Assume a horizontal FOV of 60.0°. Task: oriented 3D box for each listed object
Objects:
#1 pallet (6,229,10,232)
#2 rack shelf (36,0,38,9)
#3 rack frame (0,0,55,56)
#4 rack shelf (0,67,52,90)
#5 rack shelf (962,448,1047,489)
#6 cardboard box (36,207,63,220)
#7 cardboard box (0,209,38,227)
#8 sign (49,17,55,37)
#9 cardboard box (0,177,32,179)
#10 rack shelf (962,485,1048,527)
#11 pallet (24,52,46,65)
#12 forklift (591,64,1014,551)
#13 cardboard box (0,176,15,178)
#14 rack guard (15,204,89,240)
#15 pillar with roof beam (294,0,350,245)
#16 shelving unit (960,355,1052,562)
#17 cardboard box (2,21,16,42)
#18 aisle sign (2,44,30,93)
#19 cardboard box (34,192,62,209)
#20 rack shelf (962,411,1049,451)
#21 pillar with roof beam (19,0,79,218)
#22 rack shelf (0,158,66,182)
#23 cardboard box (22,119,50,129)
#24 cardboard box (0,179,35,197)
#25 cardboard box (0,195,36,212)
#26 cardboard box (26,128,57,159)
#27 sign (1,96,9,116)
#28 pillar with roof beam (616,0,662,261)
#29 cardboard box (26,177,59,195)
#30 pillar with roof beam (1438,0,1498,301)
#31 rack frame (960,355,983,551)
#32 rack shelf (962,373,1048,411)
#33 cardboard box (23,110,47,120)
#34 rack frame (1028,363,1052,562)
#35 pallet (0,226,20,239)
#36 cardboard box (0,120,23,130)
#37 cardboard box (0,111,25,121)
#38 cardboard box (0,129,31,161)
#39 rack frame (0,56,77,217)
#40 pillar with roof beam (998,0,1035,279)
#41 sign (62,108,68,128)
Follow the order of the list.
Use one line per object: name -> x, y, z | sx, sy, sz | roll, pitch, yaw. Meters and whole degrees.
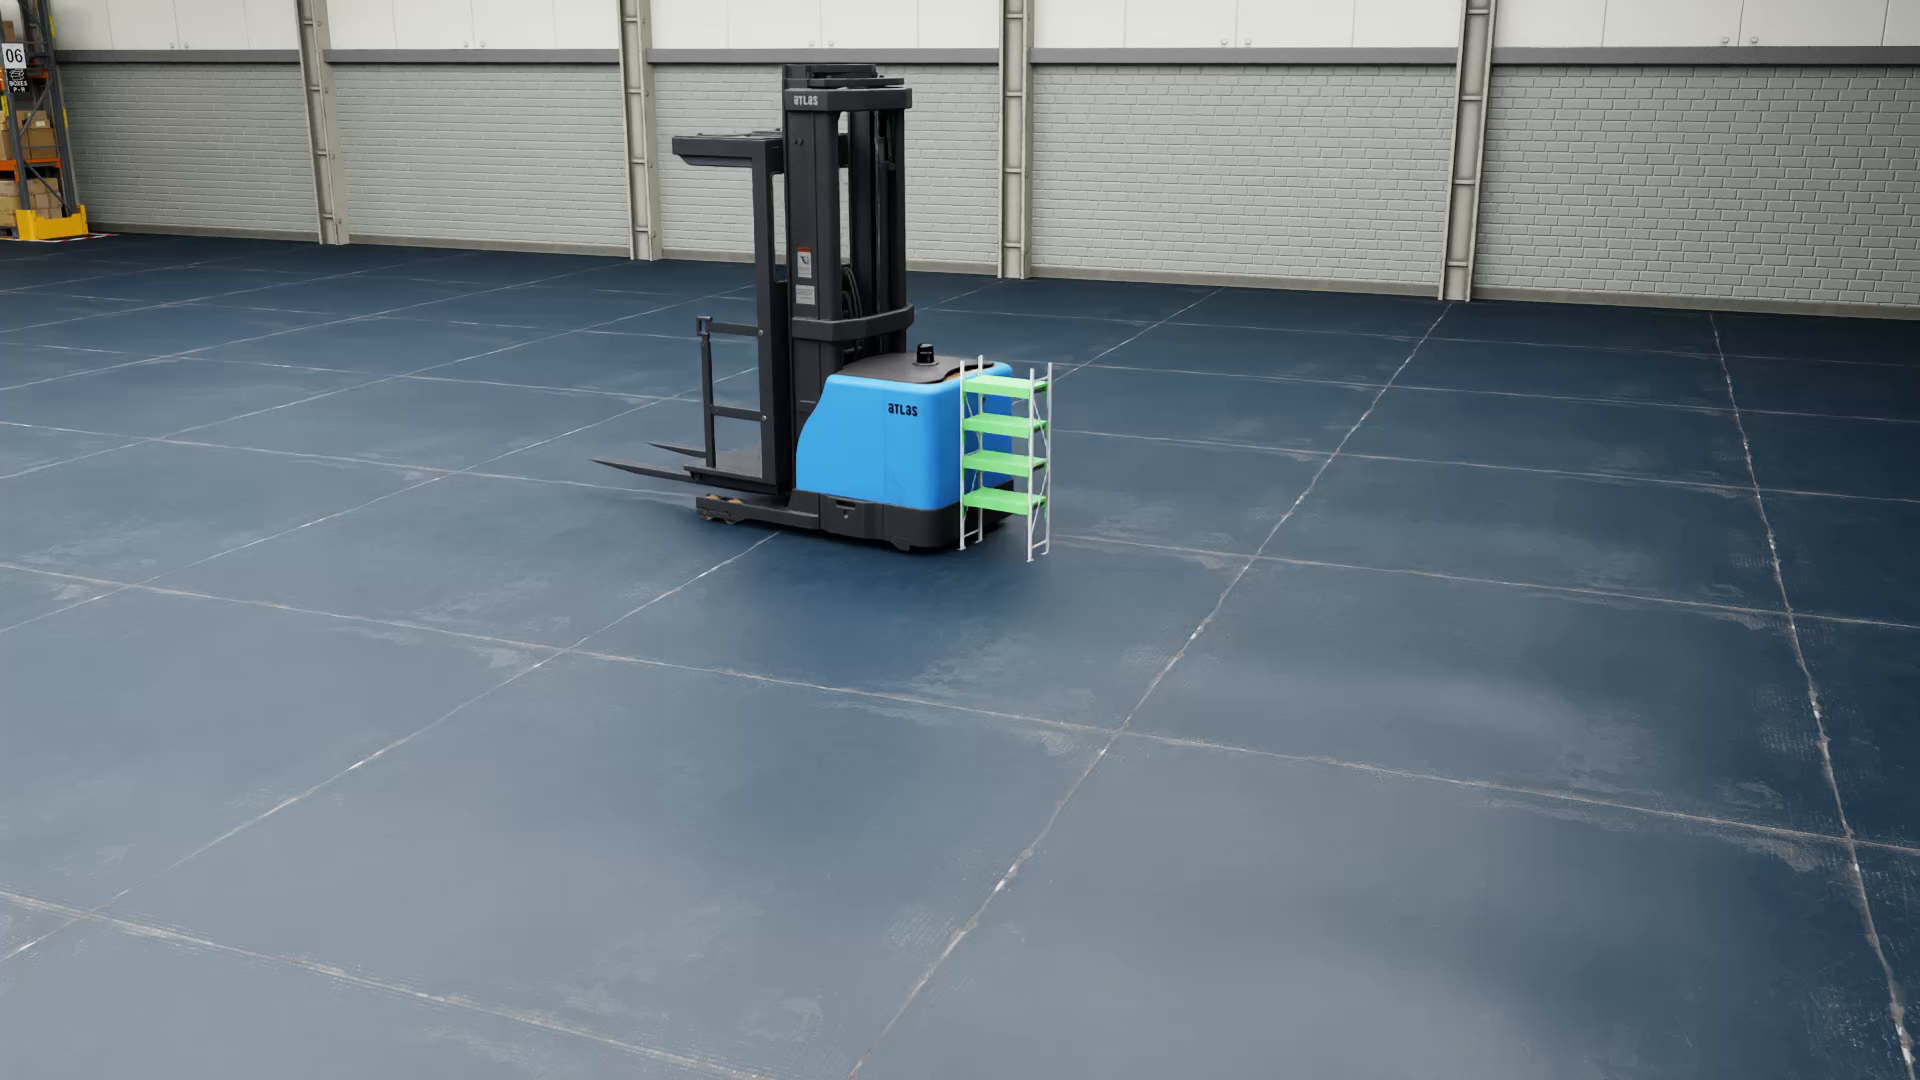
pallet -> -17.517, -5.536, 29.364 | 1.213, 0.211, 1.003 | 6, 17, 21
rack shelf -> -17.520, -9.231, 28.336 | 4.000, 0.370, 1.077 | 6, 17, 21
rack frame -> -15.660, -9.564, 27.476 | 0.127, 3.000, 1.000 | 6, 17, 21
rack shelf -> -17.520, -7.982, 28.699 | 4.000, 0.370, 1.077 | 6, 17, 21
rack shelf -> 0.280, -0.442, 10.274 | 0.480, 0.148, 0.258 | 10, 19, 30
cardboard box -> -16.045, -5.665, 28.985 | 0.500, 0.250, 0.500 | 6, 17, 21
cardboard box -> -16.213, -5.530, 28.520 | 0.500, 0.250, 0.500 | 6, 17, 21
sign -> -15.450, -8.724, 28.255 | 0.005, 0.325, 0.100 | 6, 17, 21
cardboard box -> -16.503, -6.192, 29.009 | 0.500, 0.250, 0.500 | 6, 17, 21
rack shelf -> 0.280, -0.212, 10.341 | 0.480, 0.148, 0.258 | 10, 19, 30
pallet -> -16.308, -8.160, 28.178 | 1.213, 0.211, 1.003 | 6, 17, 21
forklift -> -1.169, -1.625, 11.015 | 3.031, 2.935, 1.130 | 10, 19, 30
cardboard box -> -16.965, -6.246, 29.195 | 0.500, 0.250, 0.500 | 6, 17, 20
rack guard -> -15.637, -5.480, 28.652 | 0.348, 0.500, 1.175 | 6, 17, 21
pillar with roof beam -> -11.975, -8.138, 22.566 | 0.400, 9.000, 9.100 | 6, 17, 21
shelving unit -> 0.280, -0.504, 10.256 | 0.503, 1.200, 0.258 | 10, 19, 30
cardboard box -> -16.161, -8.403, 27.746 | 0.500, 0.500, 0.500 | 7, 18, 22
aisle sign -> -15.706, -7.848, 27.664 | 0.004, 0.787, 0.394 | 6, 17, 21
cardboard box -> -16.021, -5.906, 28.918 | 0.500, 0.250, 0.500 | 7, 17, 22
rack shelf -> 0.280, -0.673, 10.207 | 0.480, 0.148, 0.258 | 10, 19, 30
pillar with roof beam -> -17.556, -8.752, 24.680 | 0.400, 9.000, 9.100 | 6, 17, 21
rack shelf -> -17.520, -6.542, 29.117 | 4.000, 0.370, 1.077 | 6, 17, 21
cardboard box -> -15.880, -7.144, 28.559 | 0.250, 0.149, 0.380 | 6, 17, 19
cardboard box -> -16.202, -6.010, 28.381 | 0.500, 0.250, 0.500 | 7, 18, 22
cardboard box -> -16.227, -5.773, 28.459 | 0.500, 0.250, 0.500 | 6, 17, 20
cardboard box -> -16.019, -6.853, 28.721 | 0.500, 0.500, 0.500 | 7, 18, 22
sign -> -15.872, -7.213, 27.638 | 0.005, 0.325, 0.100 | 6, 17, 21
pillar with roof beam -> -6.393, -7.524, 20.452 | 0.400, 9.000, 9.100 | 6, 17, 21
cardboard box -> -16.037, -6.142, 28.836 | 0.500, 0.250, 0.500 | 6, 17, 20
pillar with roof beam -> 4.770, -6.297, 16.223 | 0.400, 9.000, 9.100 | 6, 17, 21
rack frame -> 0.072, -0.539, 10.379 | 0.015, 1.200, 0.240 | 10, 19, 30
rack shelf -> 0.280, -0.903, 10.140 | 0.480, 0.148, 0.258 | 10, 19, 30
cardboard box -> -15.894, -7.275, 28.475 | 0.250, 0.149, 0.380 | 6, 17, 20
rack frame -> 0.487, -0.468, 10.133 | 0.015, 1.200, 0.240 | 10, 19, 30
pallet -> -16.386, -5.411, 28.933 | 1.213, 0.211, 1.003 | 6, 17, 21
cardboard box -> -16.085, -7.005, 28.080 | 0.250, 0.149, 0.380 | 7, 17, 21
cardboard box -> -16.070, -7.167, 28.104 | 0.250, 0.149, 0.380 | 6, 17, 21
cardboard box -> -16.214, -6.713, 28.237 | 0.500, 0.500, 0.500 | 6, 17, 19
rack frame -> -15.660, -6.683, 28.312 | 0.127, 3.000, 1.000 | 6, 17, 21
pillar with roof beam -> -0.812, -6.911, 18.338 | 0.400, 9.000, 9.100 | 6, 17, 21
sign -> -15.450, -7.280, 28.674 | 0.005, 0.325, 0.100 | 6, 17, 21
